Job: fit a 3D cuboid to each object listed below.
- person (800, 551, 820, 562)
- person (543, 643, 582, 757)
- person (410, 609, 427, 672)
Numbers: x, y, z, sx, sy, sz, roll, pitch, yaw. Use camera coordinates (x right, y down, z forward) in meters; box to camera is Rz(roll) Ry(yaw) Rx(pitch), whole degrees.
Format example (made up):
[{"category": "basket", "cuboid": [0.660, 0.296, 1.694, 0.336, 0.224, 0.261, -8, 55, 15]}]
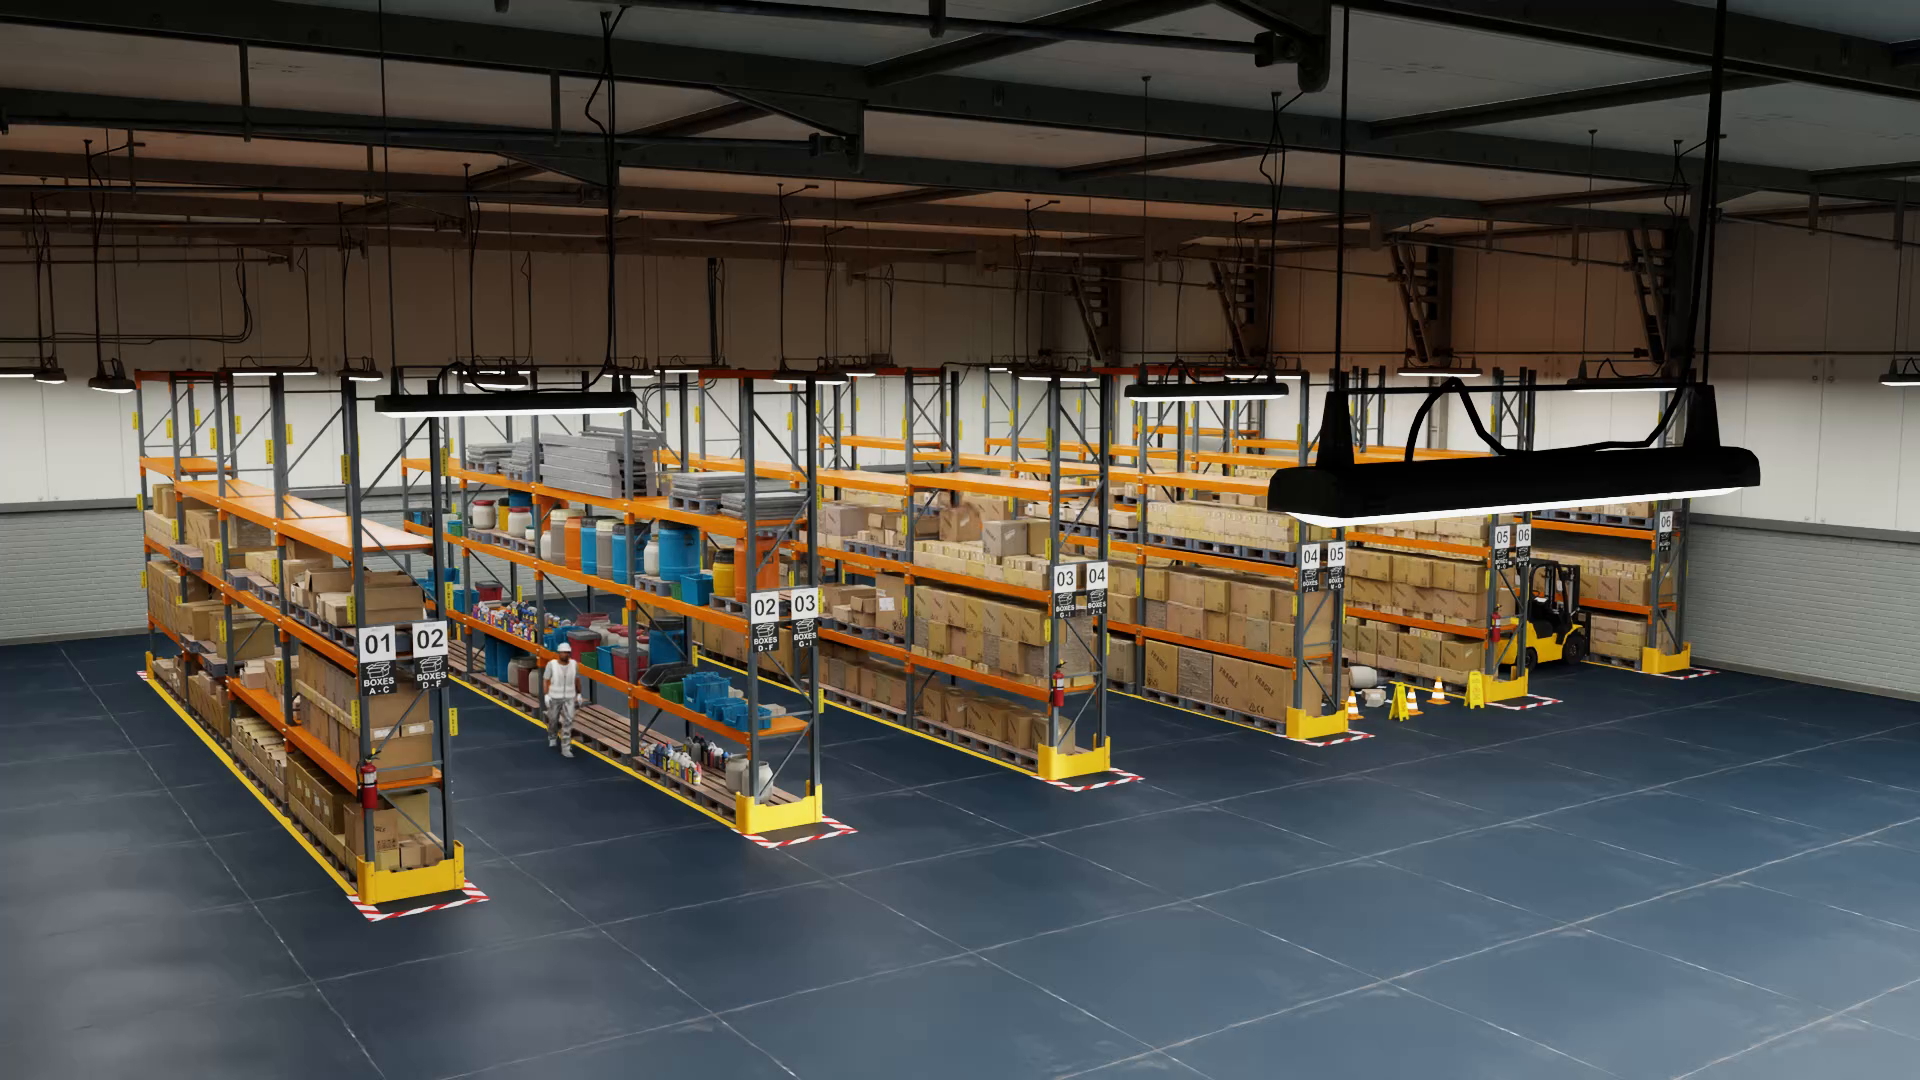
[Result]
[{"category": "person", "cuboid": [-4.016, 0.421, 44.539, 0.608, 1.720, 1.130, 0, 6, 1]}, {"category": "person", "cuboid": [-6.266, 2.499, 26.291, 0.669, 1.757, 0.854, -4, 7, -30]}, {"category": "person", "cuboid": [-10.542, 1.863, 31.976, 0.545, 1.717, 1.094, -1, 6, -5]}]
